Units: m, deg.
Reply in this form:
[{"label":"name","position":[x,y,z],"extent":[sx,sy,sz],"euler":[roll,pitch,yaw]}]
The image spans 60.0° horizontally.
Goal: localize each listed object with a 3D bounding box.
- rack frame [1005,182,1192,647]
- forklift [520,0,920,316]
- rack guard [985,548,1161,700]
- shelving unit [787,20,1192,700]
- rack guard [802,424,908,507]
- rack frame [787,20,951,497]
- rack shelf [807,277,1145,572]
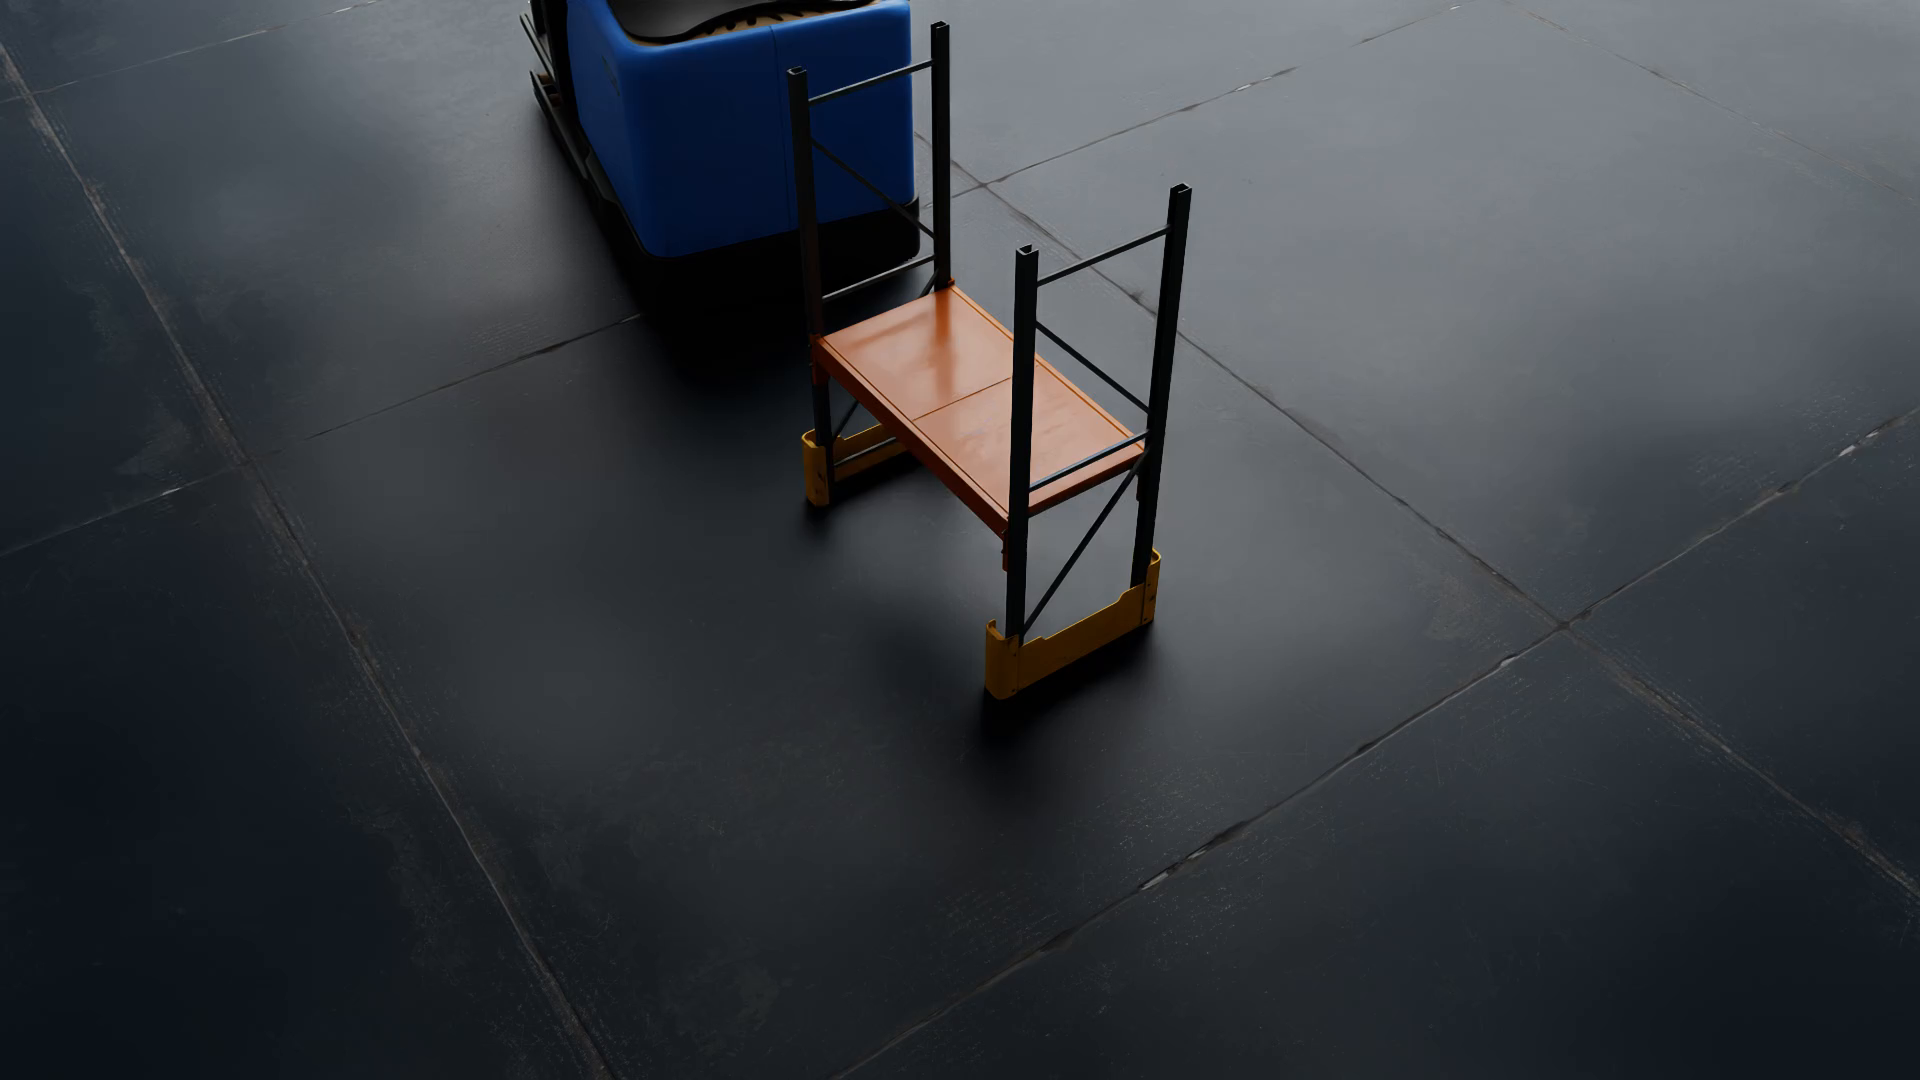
[{"label":"rack frame","position":[0.340,-0.206,4.380],"extent":[0.500,1.500,0.032],"euler":[-26,49,-24]},{"label":"forklift","position":[-1.195,-2.895,6.160],"extent":[1.130,2.935,3.031],"euler":[-16,46,-16]},{"label":"rack guard","position":[0.329,0.235,4.823],"extent":[0.587,0.250,0.087],"euler":[-26,49,-24]},{"label":"shelving unit","position":[0.044,-0.499,4.687],"extent":[0.587,1.500,1.083],"euler":[-26,49,-24]},{"label":"rack guard","position":[-0.241,-0.329,5.414],"extent":[0.587,0.250,0.087],"euler":[-26,49,-24]},{"label":"rack frame","position":[-0.242,-0.782,4.983],"extent":[0.500,1.500,0.032],"euler":[-26,49,-24]},{"label":"rack shelf","position":[0.049,-0.364,4.806],"extent":[0.538,0.185,1.000],"euler":[-26,49,-24]}]
